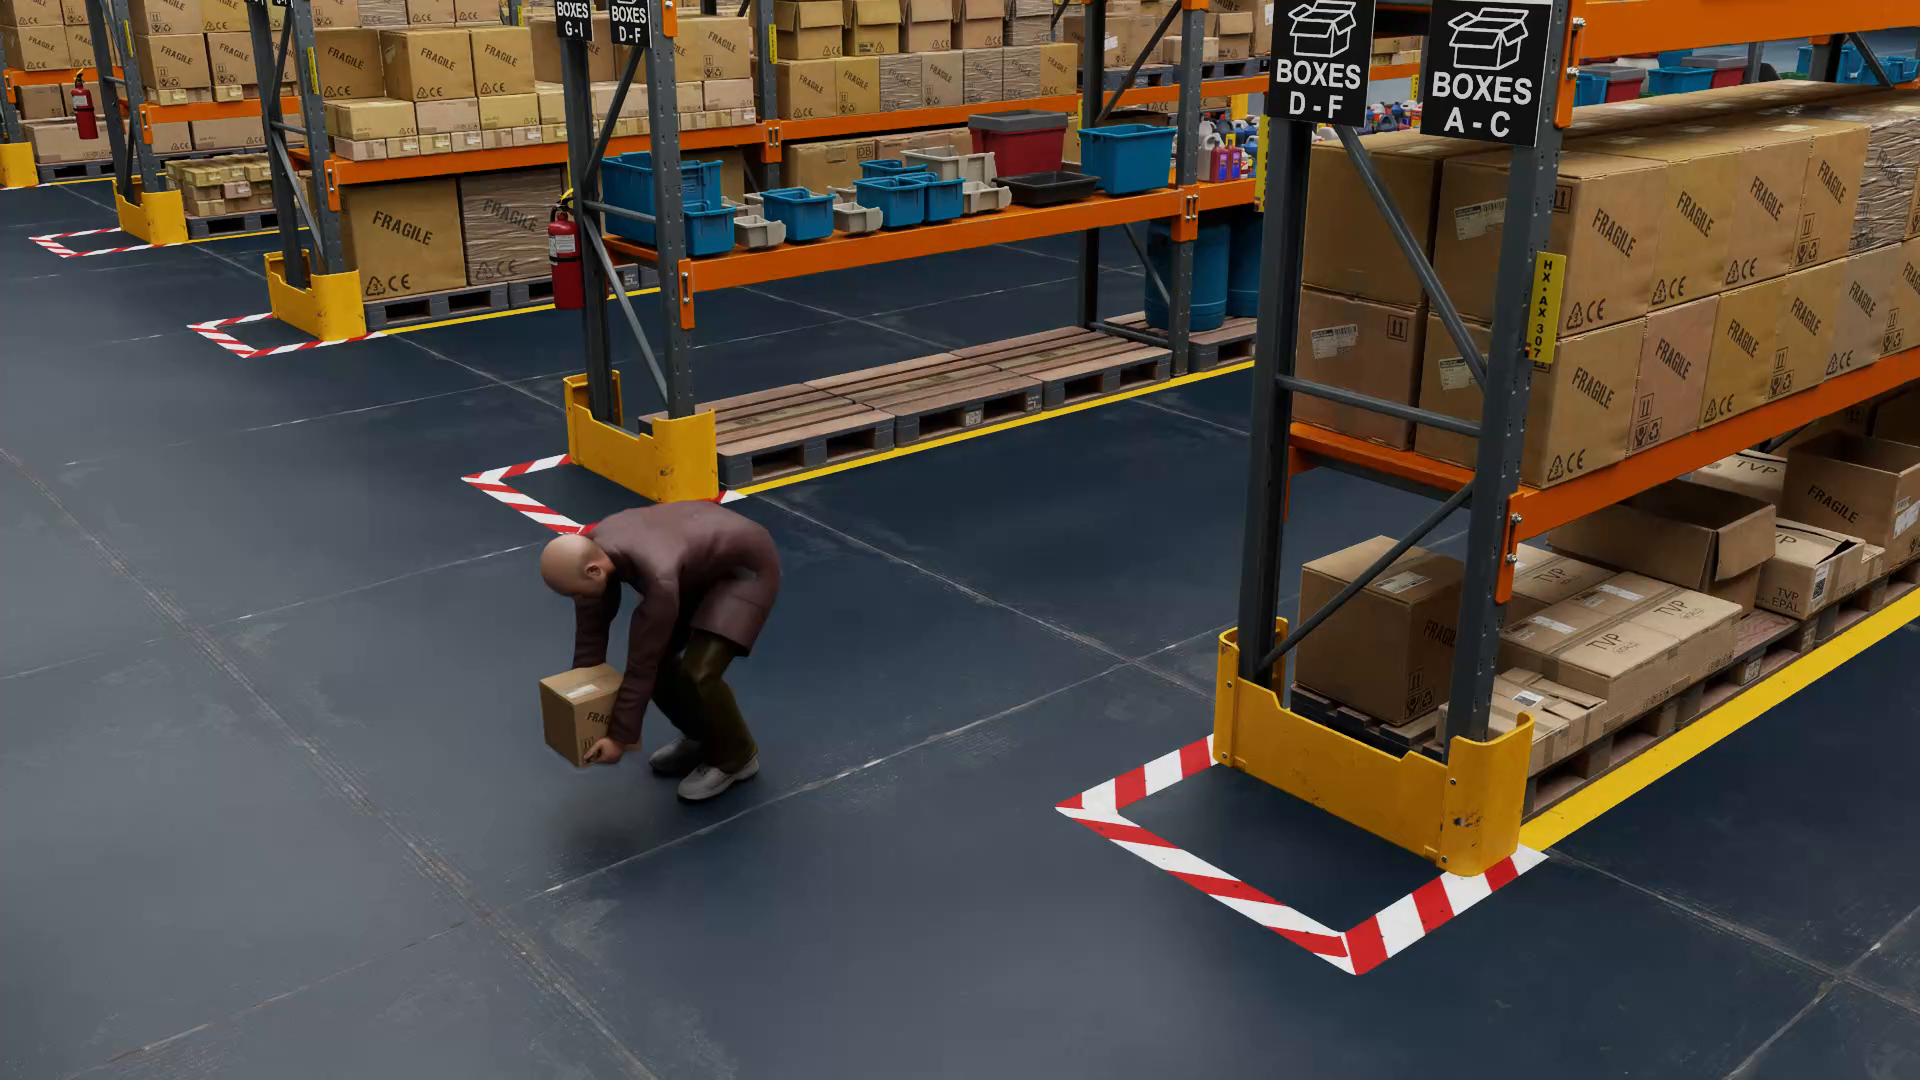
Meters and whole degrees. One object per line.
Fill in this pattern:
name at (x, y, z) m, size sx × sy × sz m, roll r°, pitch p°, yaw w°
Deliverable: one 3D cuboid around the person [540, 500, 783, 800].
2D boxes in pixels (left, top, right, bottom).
person at (-1.063, 0.401, 6.000) m, size 0.940 × 1.098 × 0.581 m, roll -19°, pitch 27°, yaw -40°
